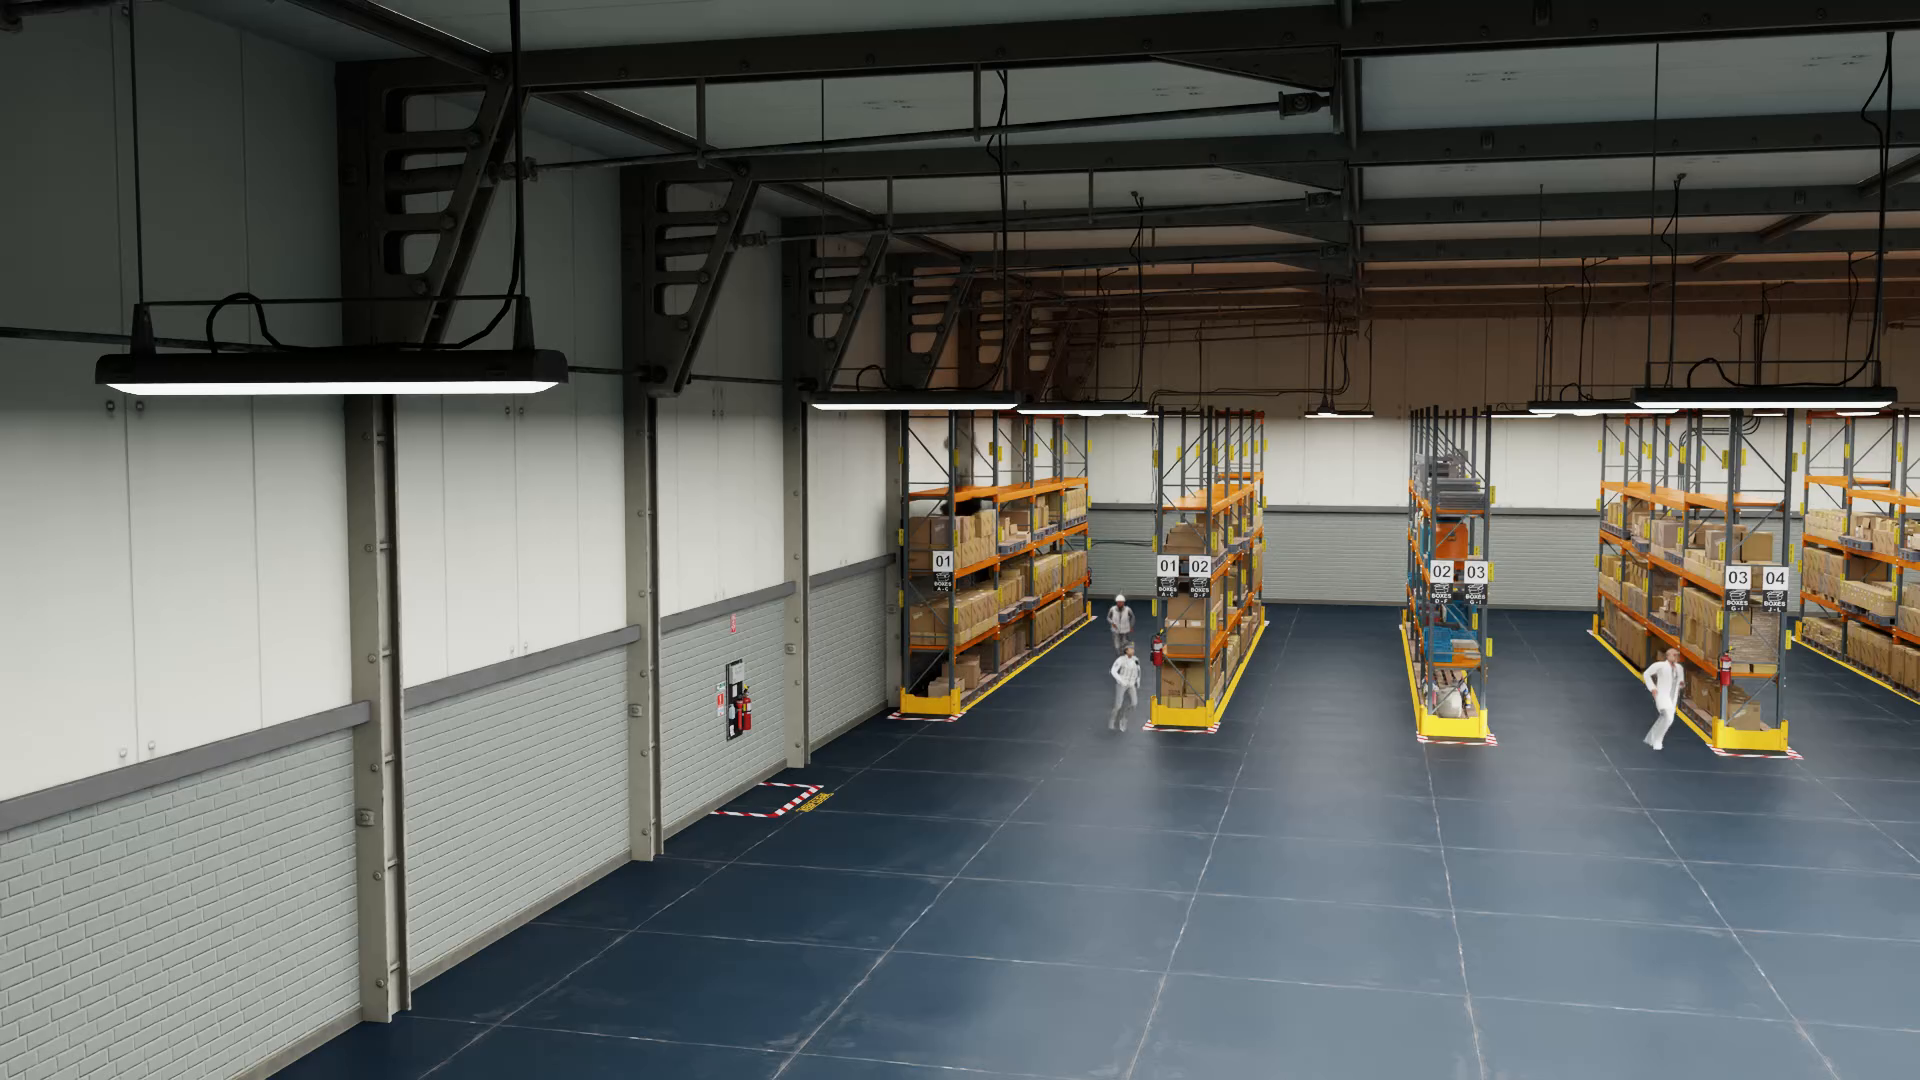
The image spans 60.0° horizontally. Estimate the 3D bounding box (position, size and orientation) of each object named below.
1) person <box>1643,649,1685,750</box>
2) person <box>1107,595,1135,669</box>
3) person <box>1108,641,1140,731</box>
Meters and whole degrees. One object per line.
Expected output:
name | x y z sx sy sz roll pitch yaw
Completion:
person | 12.328 2.794 29.015 0.675 1.807 0.735 -2 4 -23
person | 3.719 2.116 38.481 0.646 1.719 0.746 1 4 10
person | 3.098 2.695 30.735 0.676 1.655 0.601 -1 4 -20
